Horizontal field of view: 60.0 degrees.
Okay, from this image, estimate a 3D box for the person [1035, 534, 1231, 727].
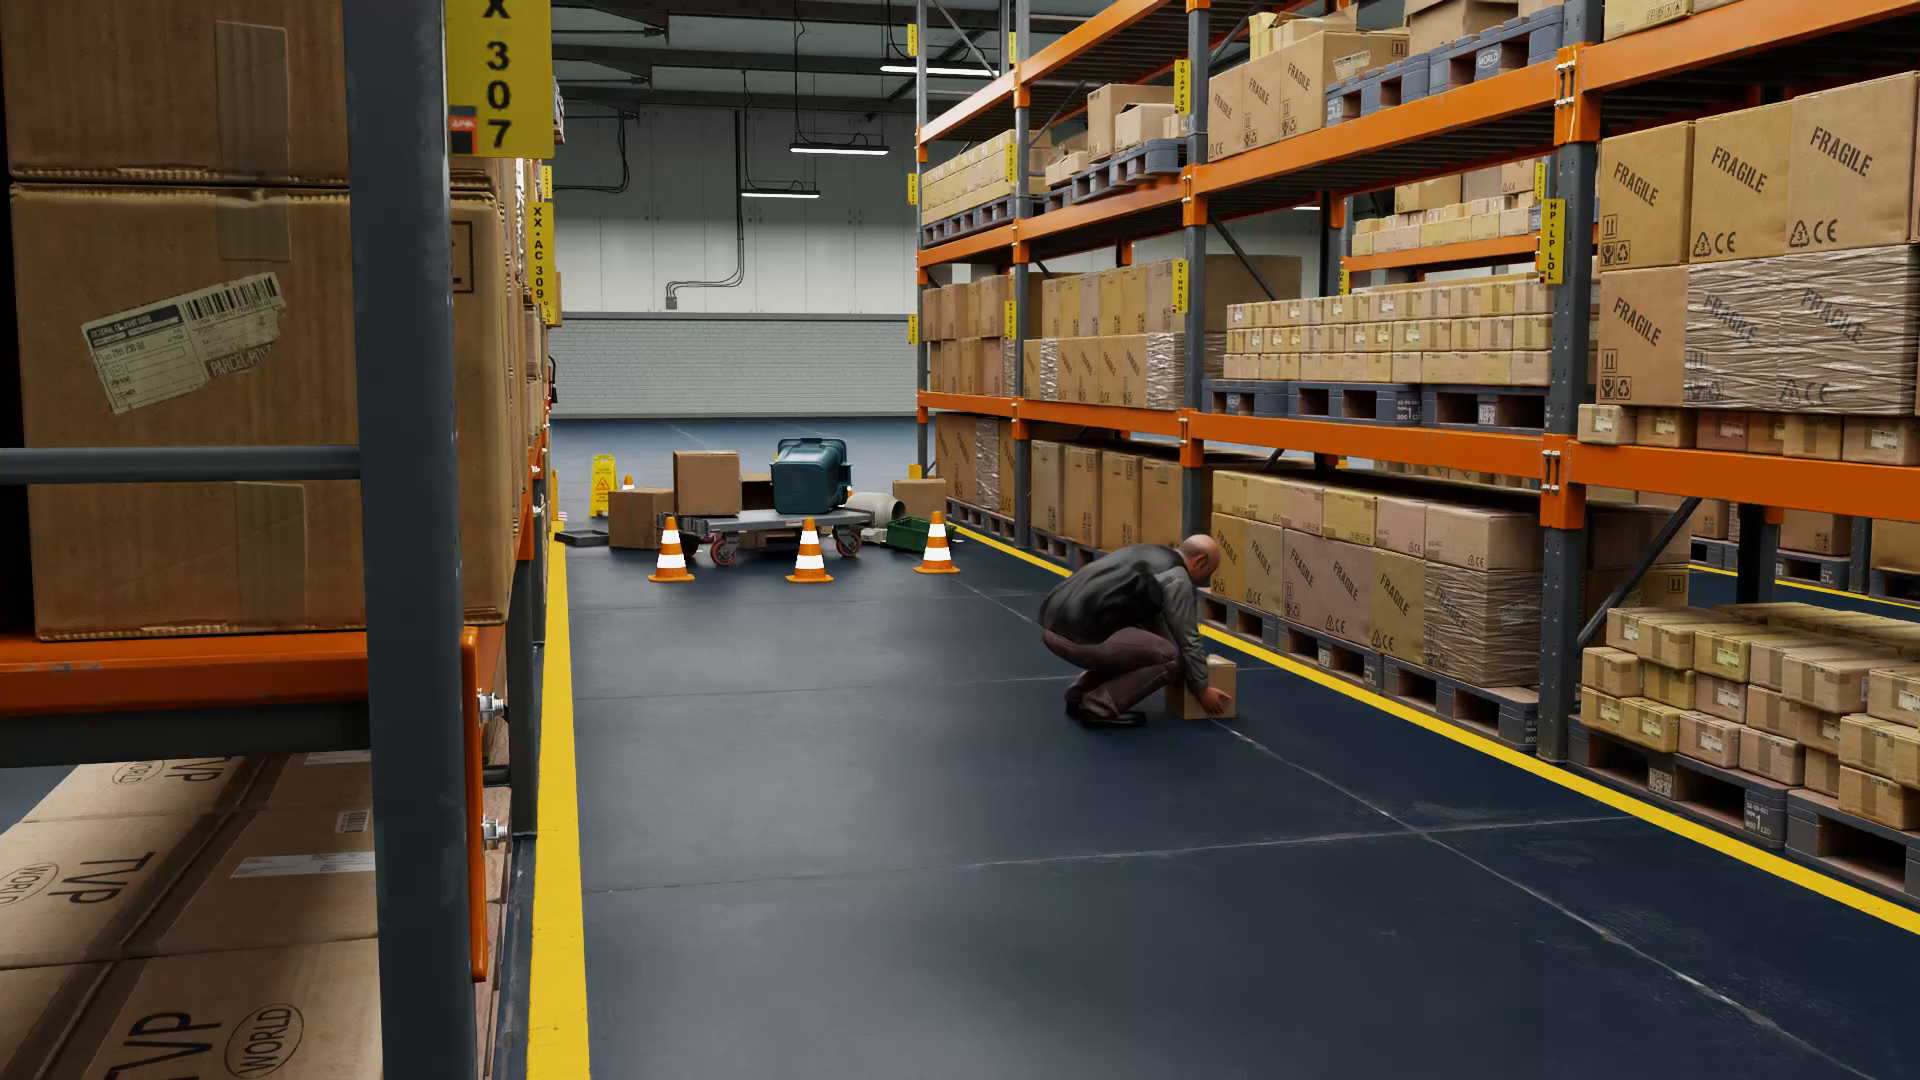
[{"bbox_3d":[0.786,0.403,7.551,0.876,0.833,0.533,-1,6,-14],"label":"person"}]
